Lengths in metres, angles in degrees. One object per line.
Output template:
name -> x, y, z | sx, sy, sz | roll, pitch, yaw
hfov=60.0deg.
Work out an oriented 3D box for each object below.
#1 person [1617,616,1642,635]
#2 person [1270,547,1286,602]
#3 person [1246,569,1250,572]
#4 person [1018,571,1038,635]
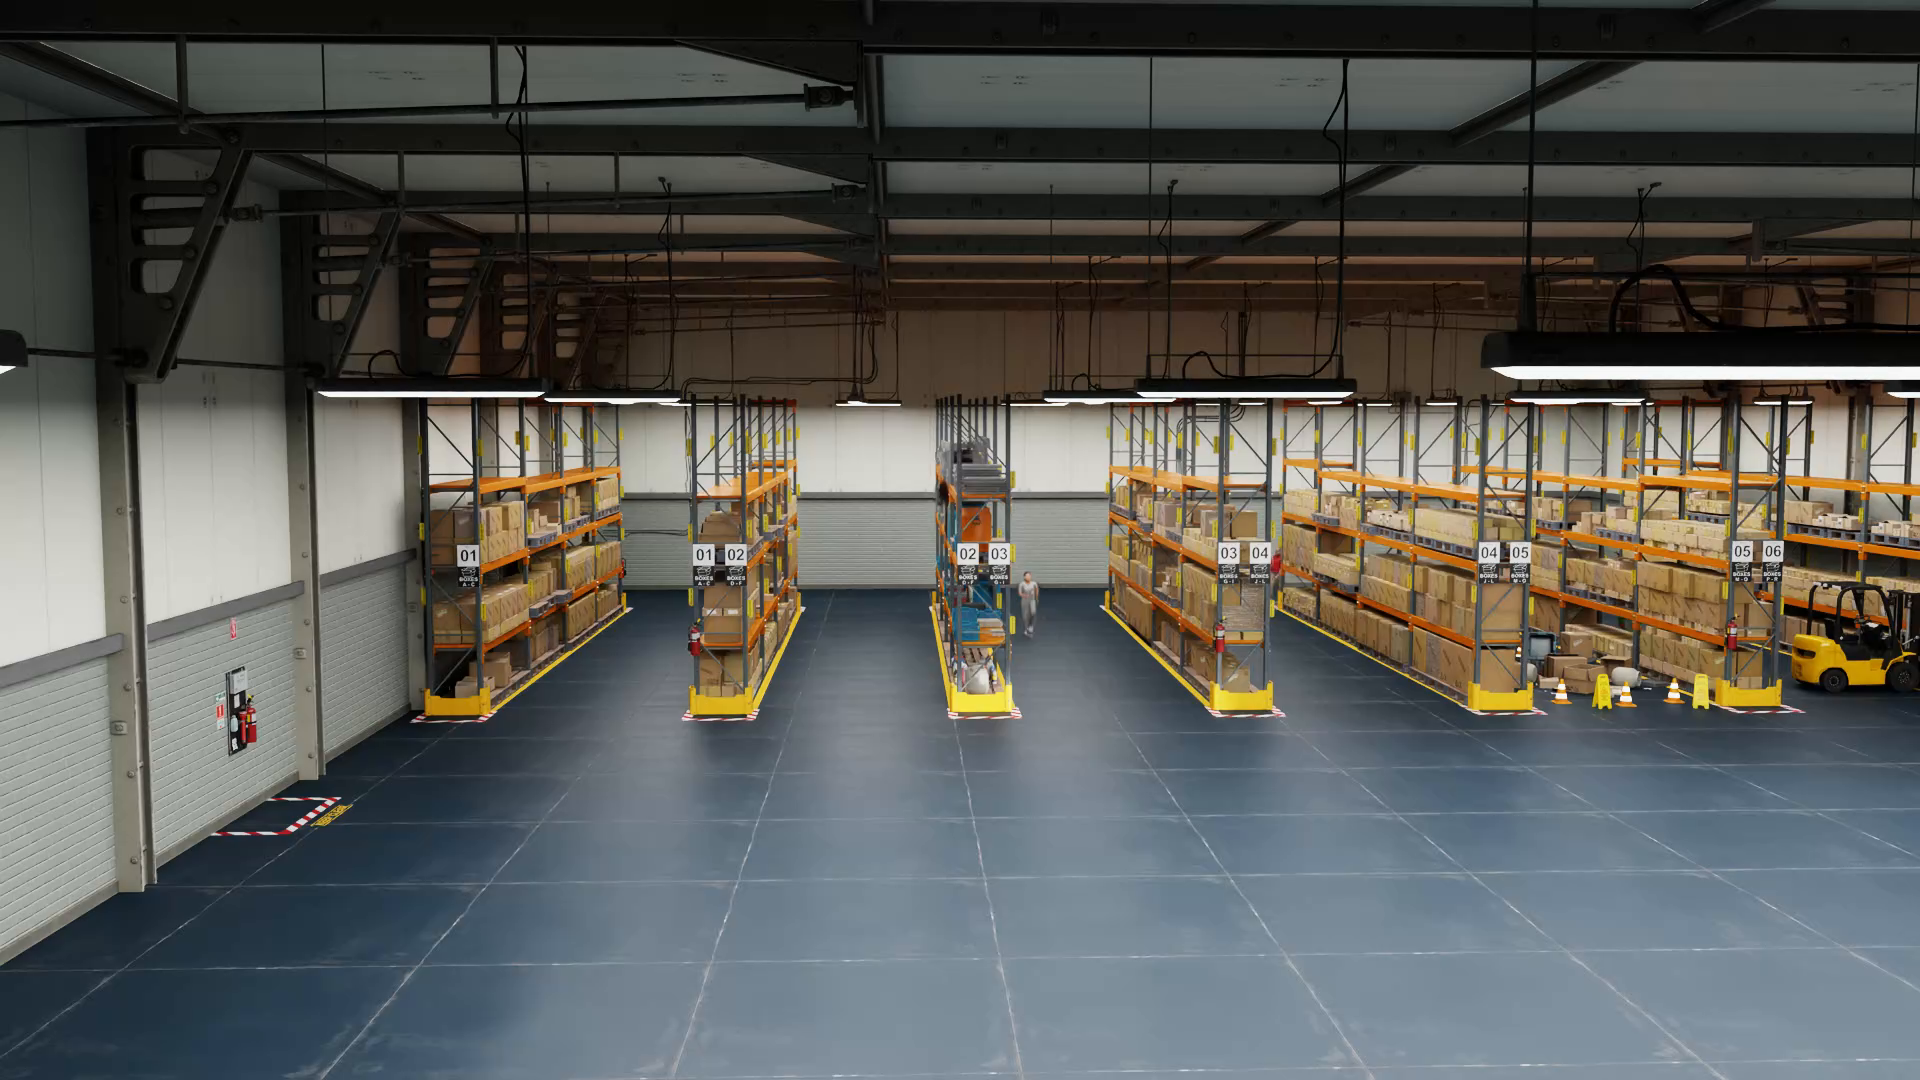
person -> 16.487, 1.630, 40.971 | 0.686, 1.752, 0.995 | -1, 5, -7
person -> 9.244, 1.035, 48.765 | 0.657, 1.673, 0.991 | 3, 6, 37
person -> 8.572, 1.008, 48.724 | 0.656, 1.826, 0.703 | 2, 5, 23
person -> 1.713, 1.592, 41.560 | 0.534, 1.630, 0.793 | 0, 5, -3
